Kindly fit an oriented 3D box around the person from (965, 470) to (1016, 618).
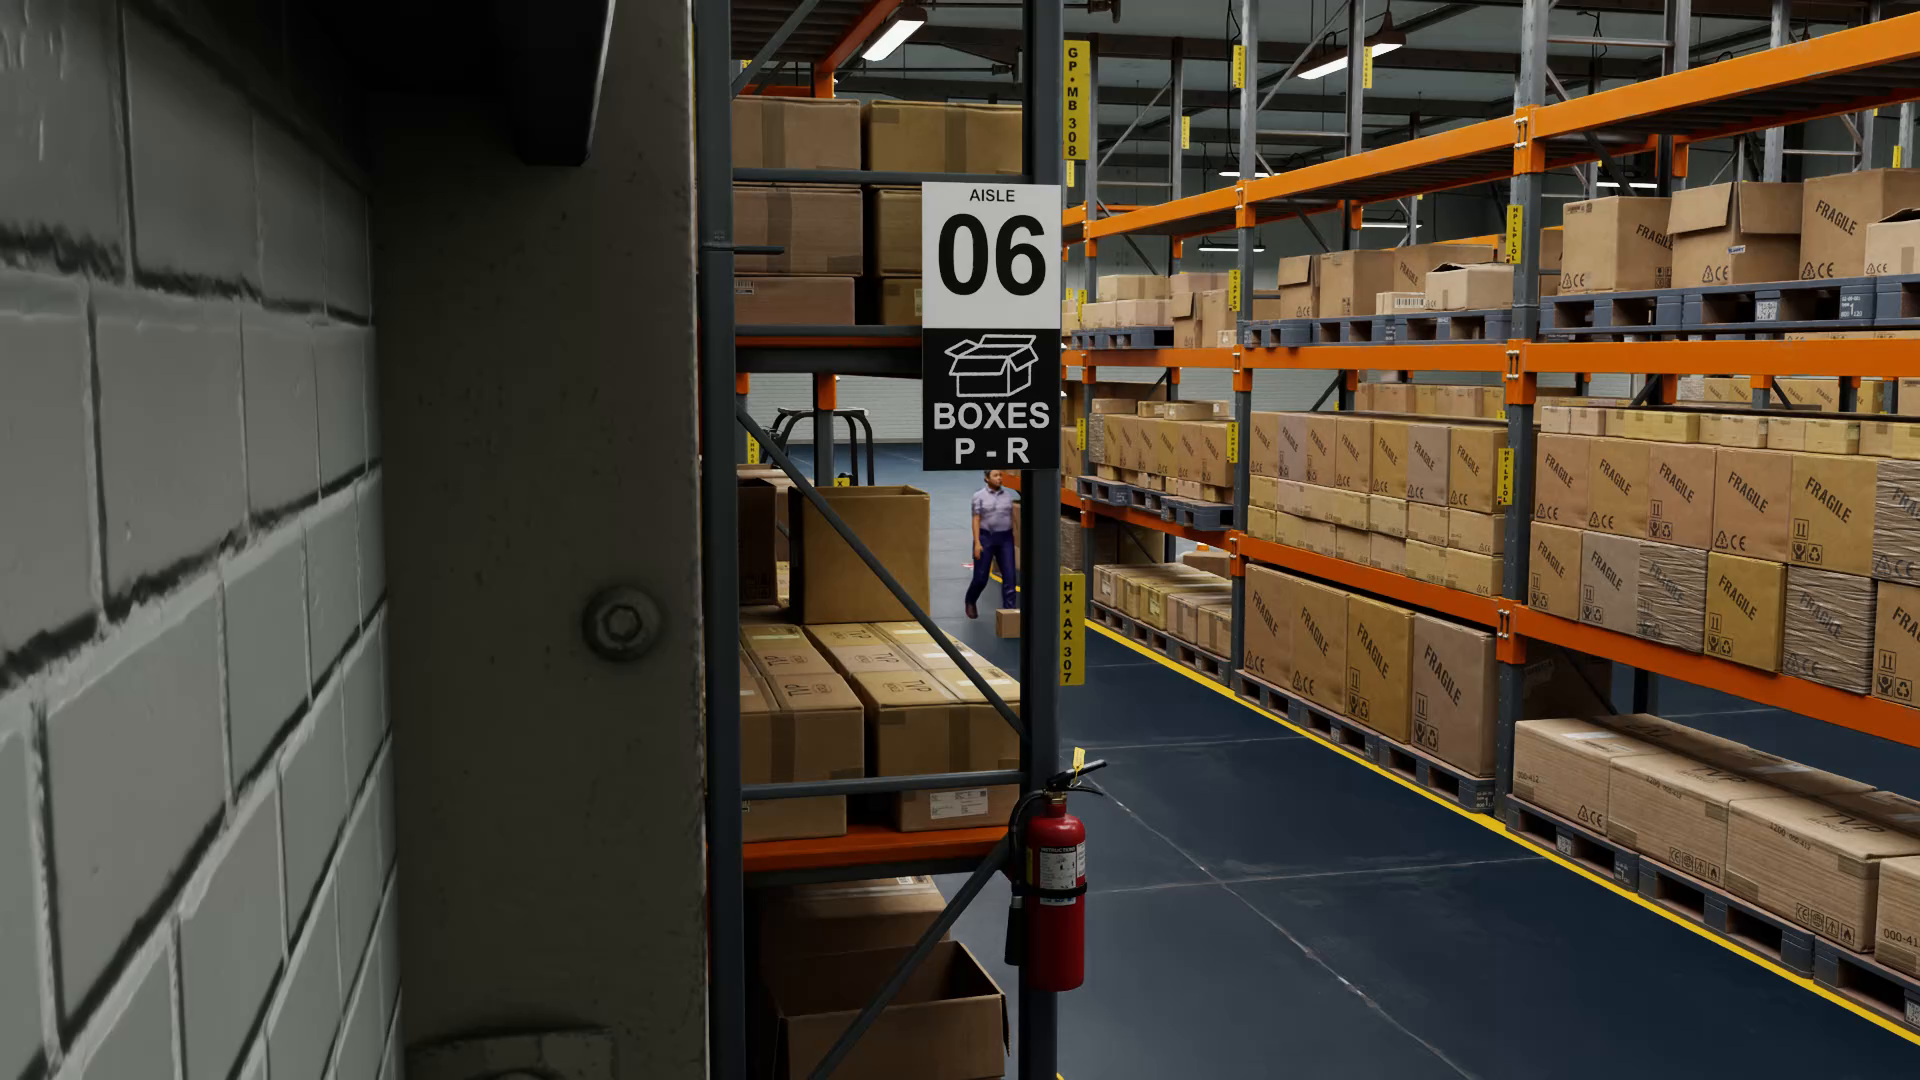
[{"bbox_3d":[0.354,0.050,16.876,0.491,1.622,0.752,-2,7,-19],"label":"person"}]
